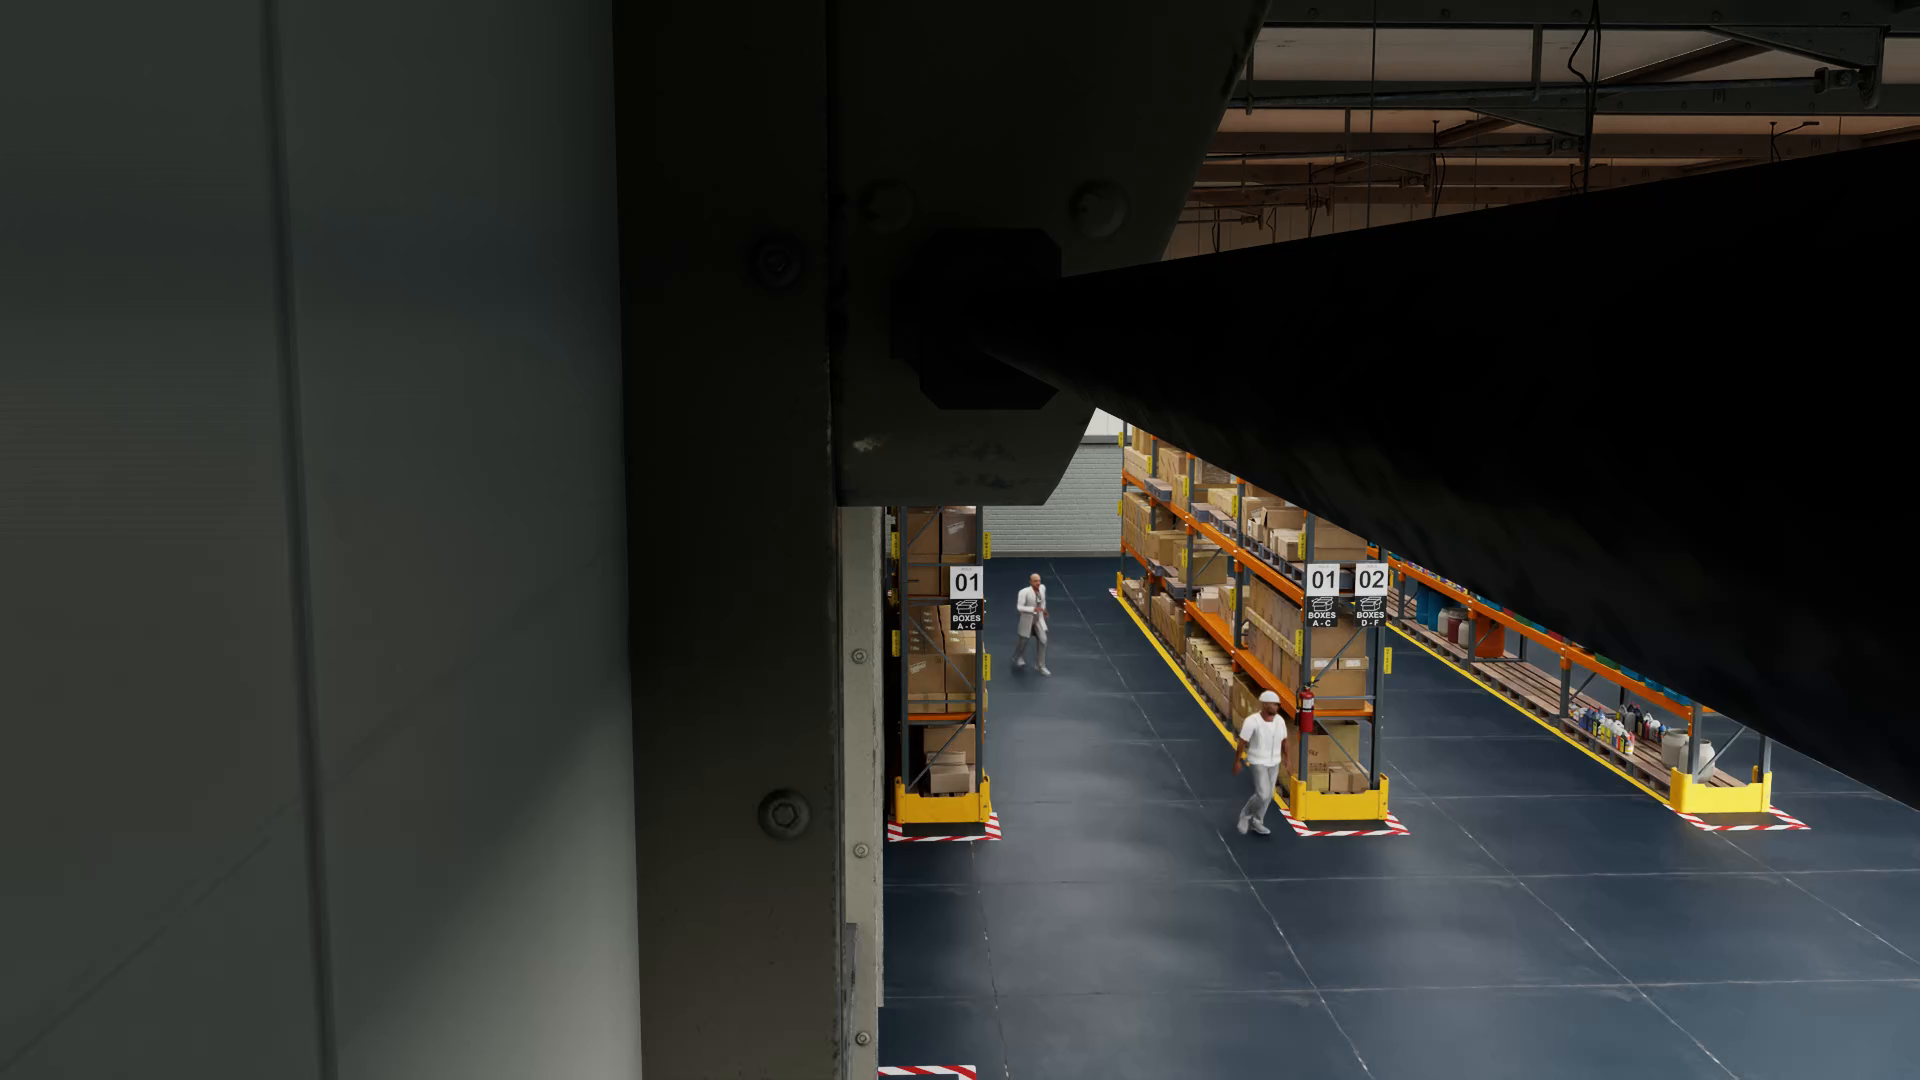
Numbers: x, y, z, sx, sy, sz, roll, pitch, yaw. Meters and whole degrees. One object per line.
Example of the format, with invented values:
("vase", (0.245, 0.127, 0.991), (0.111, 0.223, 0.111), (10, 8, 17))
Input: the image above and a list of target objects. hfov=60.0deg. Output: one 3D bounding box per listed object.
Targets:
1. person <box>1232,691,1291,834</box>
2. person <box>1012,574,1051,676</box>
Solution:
("person", (3.637, 2.666, 19.890), (0.647, 1.746, 0.458), (-5, 9, -30))
("person", (1.227, 1.424, 28.821), (0.708, 1.760, 1.064), (-4, 9, -24))
